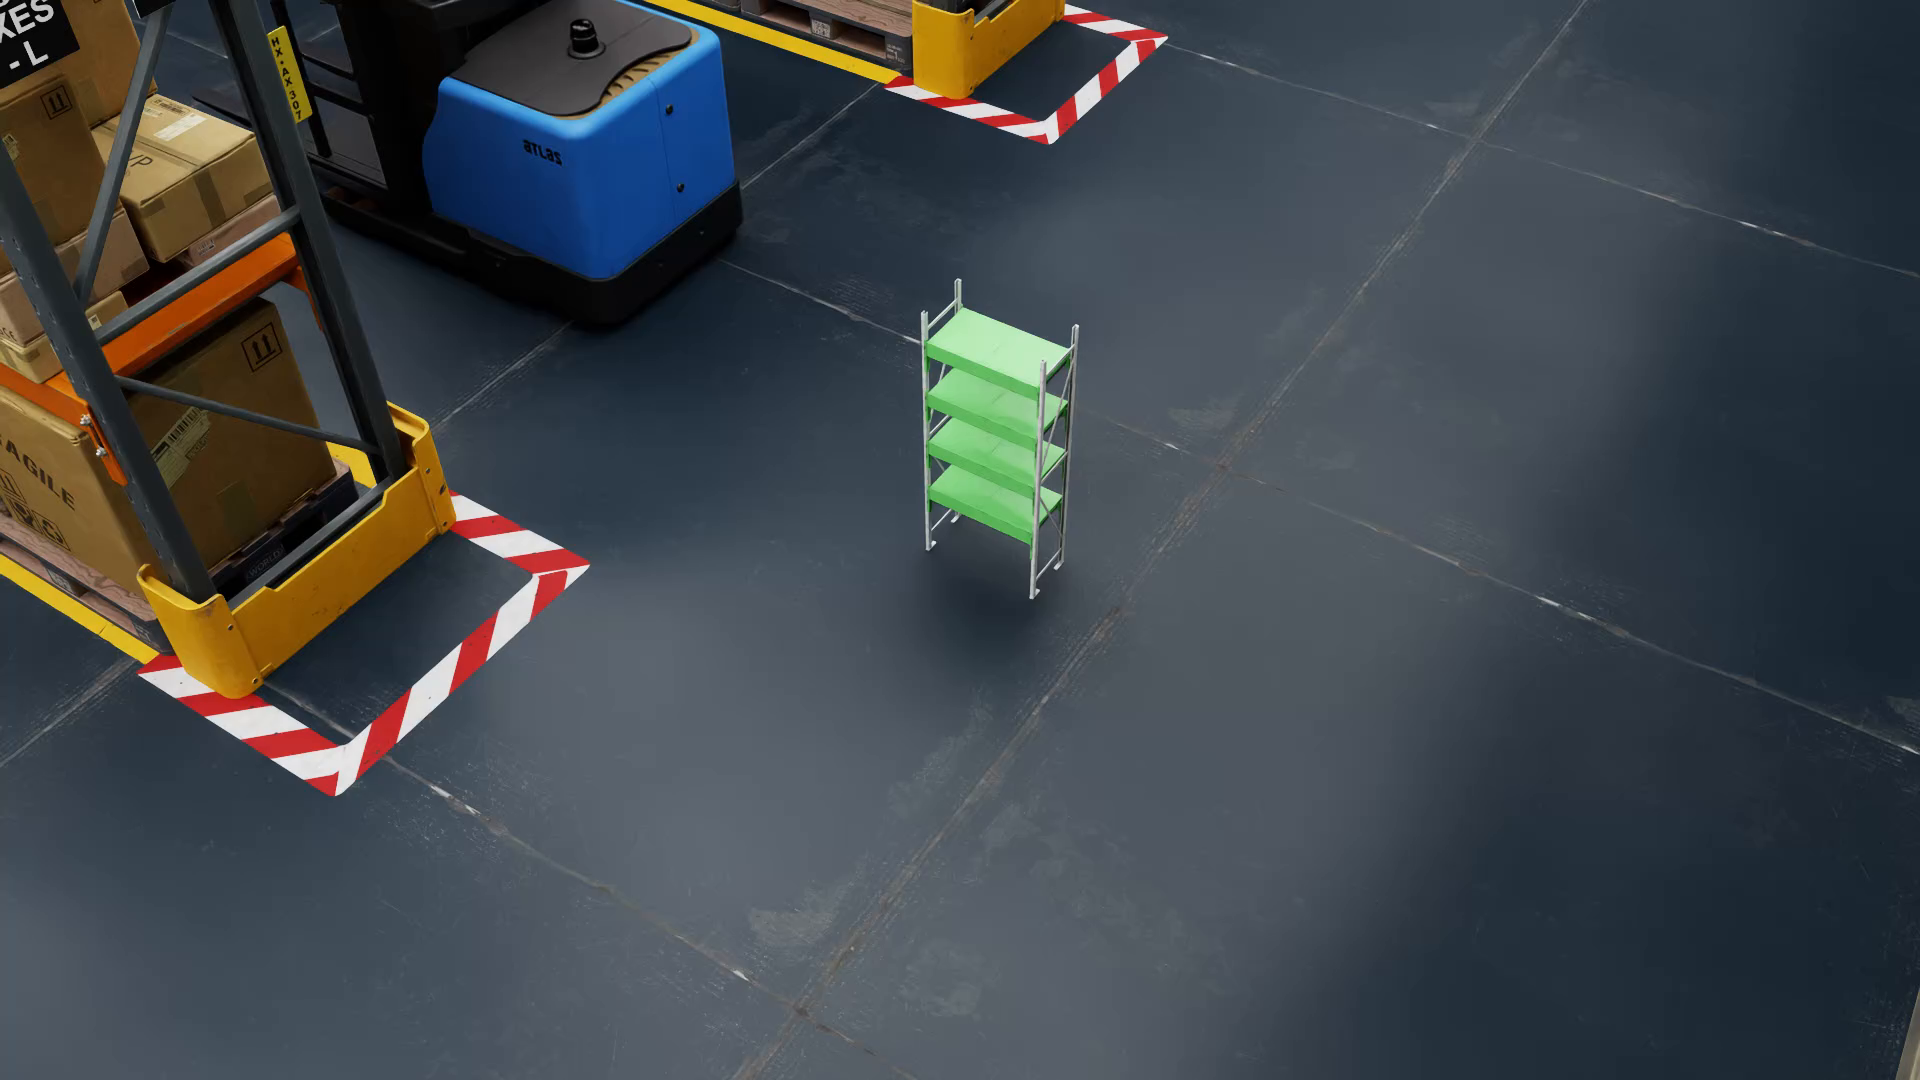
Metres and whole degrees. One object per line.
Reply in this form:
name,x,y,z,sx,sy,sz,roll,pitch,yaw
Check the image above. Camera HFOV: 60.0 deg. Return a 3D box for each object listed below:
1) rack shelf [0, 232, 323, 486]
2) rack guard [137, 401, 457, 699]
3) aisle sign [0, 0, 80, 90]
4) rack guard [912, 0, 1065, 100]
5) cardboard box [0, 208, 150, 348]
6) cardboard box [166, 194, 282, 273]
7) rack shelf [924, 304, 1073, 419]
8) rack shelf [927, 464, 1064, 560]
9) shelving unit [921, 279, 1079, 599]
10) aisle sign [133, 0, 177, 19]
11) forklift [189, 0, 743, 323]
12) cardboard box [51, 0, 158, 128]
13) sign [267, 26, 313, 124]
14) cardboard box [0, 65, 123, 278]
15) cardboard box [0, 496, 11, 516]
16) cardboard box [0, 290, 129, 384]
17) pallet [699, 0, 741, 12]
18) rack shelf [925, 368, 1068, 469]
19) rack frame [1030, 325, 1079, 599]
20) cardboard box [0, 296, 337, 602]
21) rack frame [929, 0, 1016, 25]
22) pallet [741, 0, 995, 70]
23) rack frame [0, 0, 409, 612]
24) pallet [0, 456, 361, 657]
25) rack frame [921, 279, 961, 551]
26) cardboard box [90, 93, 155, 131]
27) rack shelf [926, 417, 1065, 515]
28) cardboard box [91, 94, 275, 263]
rack shelf,-4.207,-1.388,6.509,4.000,0.370,1.077,25,51,22
rack guard,-2.503,0.016,6.386,0.348,0.500,1.175,25,51,22
aisle sign,-2.625,-1.561,4.363,0.004,0.787,0.394,25,51,22
rack guard,0.178,-2.982,9.299,0.348,0.500,1.175,25,51,22
cardboard box,-3.075,-0.943,5.472,0.500,0.250,0.500,24,50,22
cardboard box,-2.644,-1.113,5.915,0.250,0.149,0.380,25,51,23
rack shelf,0.139,-0.644,5.959,0.480,0.148,0.258,25,51,22
rack shelf,0.139,-0.142,6.475,0.480,0.148,0.258,25,51,22
shelving unit,0.139,-0.354,6.257,0.503,1.200,0.258,25,51,22
aisle sign,-2.301,-1.923,4.715,0.004,0.787,0.394,25,51,22
forklift,-2.586,-2.832,7.458,3.031,2.935,1.130,24,51,22
cardboard box,-3.203,-1.719,5.703,0.500,0.500,0.500,24,50,21
sign,-2.219,-1.526,5.483,0.005,0.325,0.100,25,51,22
cardboard box,-3.076,-1.207,5.205,0.500,0.500,0.500,25,51,23
cardboard box,-3.871,-0.822,6.646,0.875,0.875,0.875,25,51,22
cardboard box,-3.001,-0.716,5.529,0.250,0.149,0.380,26,51,23
pallet,-1.546,-3.698,10.196,1.213,0.211,1.003,25,51,22
rack shelf,0.139,-0.477,6.131,0.480,0.148,0.258,25,51,22
rack frame,0.345,-0.260,6.166,0.015,1.200,0.240,25,51,22
cardboard box,-3.105,-0.470,6.303,0.875,0.875,0.875,25,51,22
rack frame,0.150,-3.854,8.404,0.127,3.000,1.000,25,51,22
pallet,-0.523,-3.225,9.737,1.213,0.211,1.003,25,51,22
rack frame,-2.524,-0.864,5.498,0.127,3.000,1.000,25,51,22
pallet,-3.239,-0.155,6.753,1.213,0.211,1.003,25,51,22
rack frame,-0.066,-0.449,6.349,0.015,1.200,0.240,25,51,22
cardboard box,-3.223,-1.462,5.976,0.500,0.250,0.500,24,51,22
rack shelf,0.139,-0.310,6.303,0.480,0.148,0.258,25,51,22
cardboard box,-2.782,-1.264,5.784,0.500,0.250,0.500,23,50,21
